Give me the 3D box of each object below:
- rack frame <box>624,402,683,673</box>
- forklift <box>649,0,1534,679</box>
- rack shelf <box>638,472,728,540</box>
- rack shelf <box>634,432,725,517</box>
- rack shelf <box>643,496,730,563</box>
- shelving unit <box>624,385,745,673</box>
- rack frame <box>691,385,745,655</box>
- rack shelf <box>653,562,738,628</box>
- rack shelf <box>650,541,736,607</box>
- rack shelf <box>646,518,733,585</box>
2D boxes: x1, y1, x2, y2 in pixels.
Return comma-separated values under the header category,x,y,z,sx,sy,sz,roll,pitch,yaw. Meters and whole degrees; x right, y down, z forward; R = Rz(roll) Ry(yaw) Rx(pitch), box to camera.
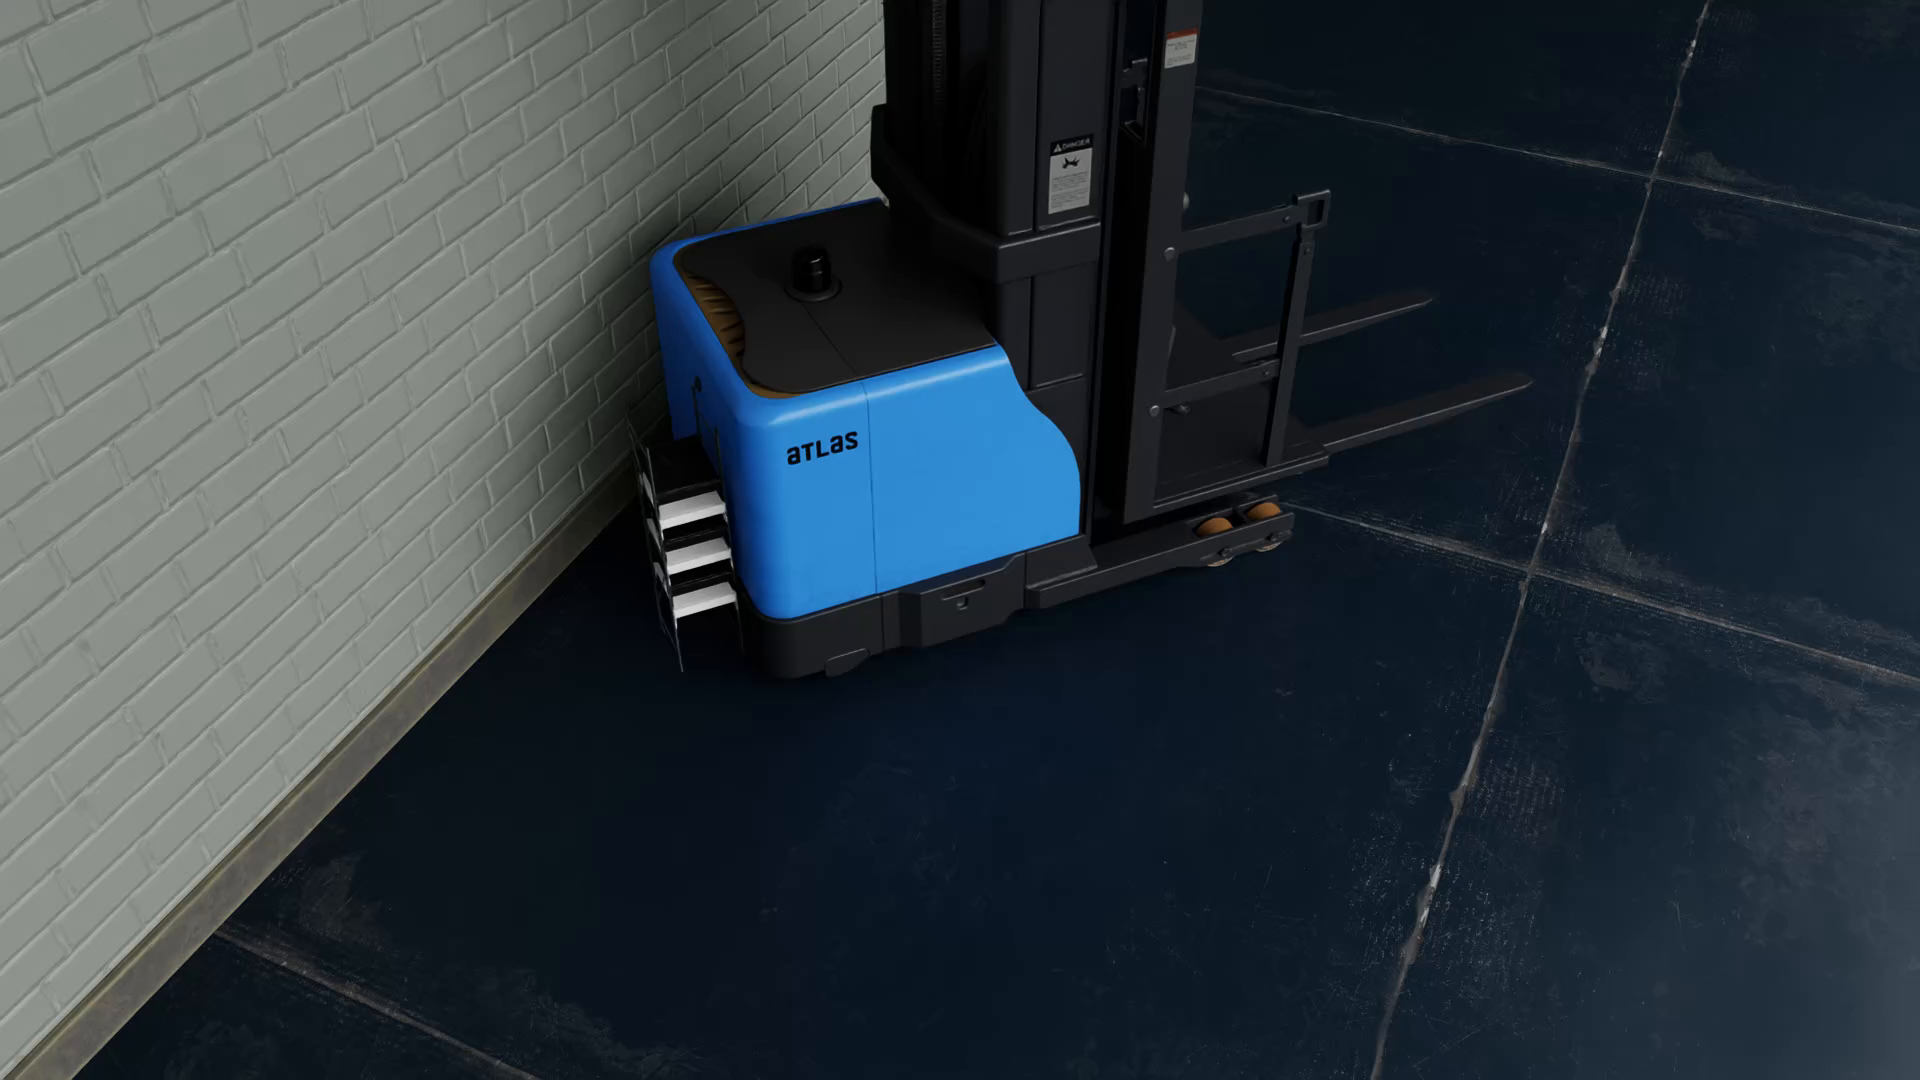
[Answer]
category,x,y,z,sx,sy,sz,roll,pitch,yaw
rack frame,-0.927,0.010,5.052,0.006,0.900,0.240,-16,43,-18
forklift,0.583,-1.318,5.033,3.031,2.935,1.130,-16,43,-18
rack shelf,-0.834,-0.128,4.987,0.200,0.077,0.258,-16,43,-18
rack shelf,-0.834,-0.196,4.928,0.200,0.077,0.258,-16,43,-18
rack shelf,-0.834,-0.060,5.046,0.200,0.077,0.258,-16,43,-18
shelving unit,-0.834,-0.017,5.083,0.210,0.900,0.258,-16,43,-18
rack frame,-0.741,-0.044,5.114,0.006,0.900,0.240,-16,43,-18
rack shelf,-0.834,0.144,5.223,0.200,0.077,0.258,-16,43,-18
rack shelf,-0.834,0.076,5.164,0.200,0.077,0.258,-16,43,-18
rack shelf,-0.834,0.008,5.105,0.200,0.077,0.258,-16,43,-18
